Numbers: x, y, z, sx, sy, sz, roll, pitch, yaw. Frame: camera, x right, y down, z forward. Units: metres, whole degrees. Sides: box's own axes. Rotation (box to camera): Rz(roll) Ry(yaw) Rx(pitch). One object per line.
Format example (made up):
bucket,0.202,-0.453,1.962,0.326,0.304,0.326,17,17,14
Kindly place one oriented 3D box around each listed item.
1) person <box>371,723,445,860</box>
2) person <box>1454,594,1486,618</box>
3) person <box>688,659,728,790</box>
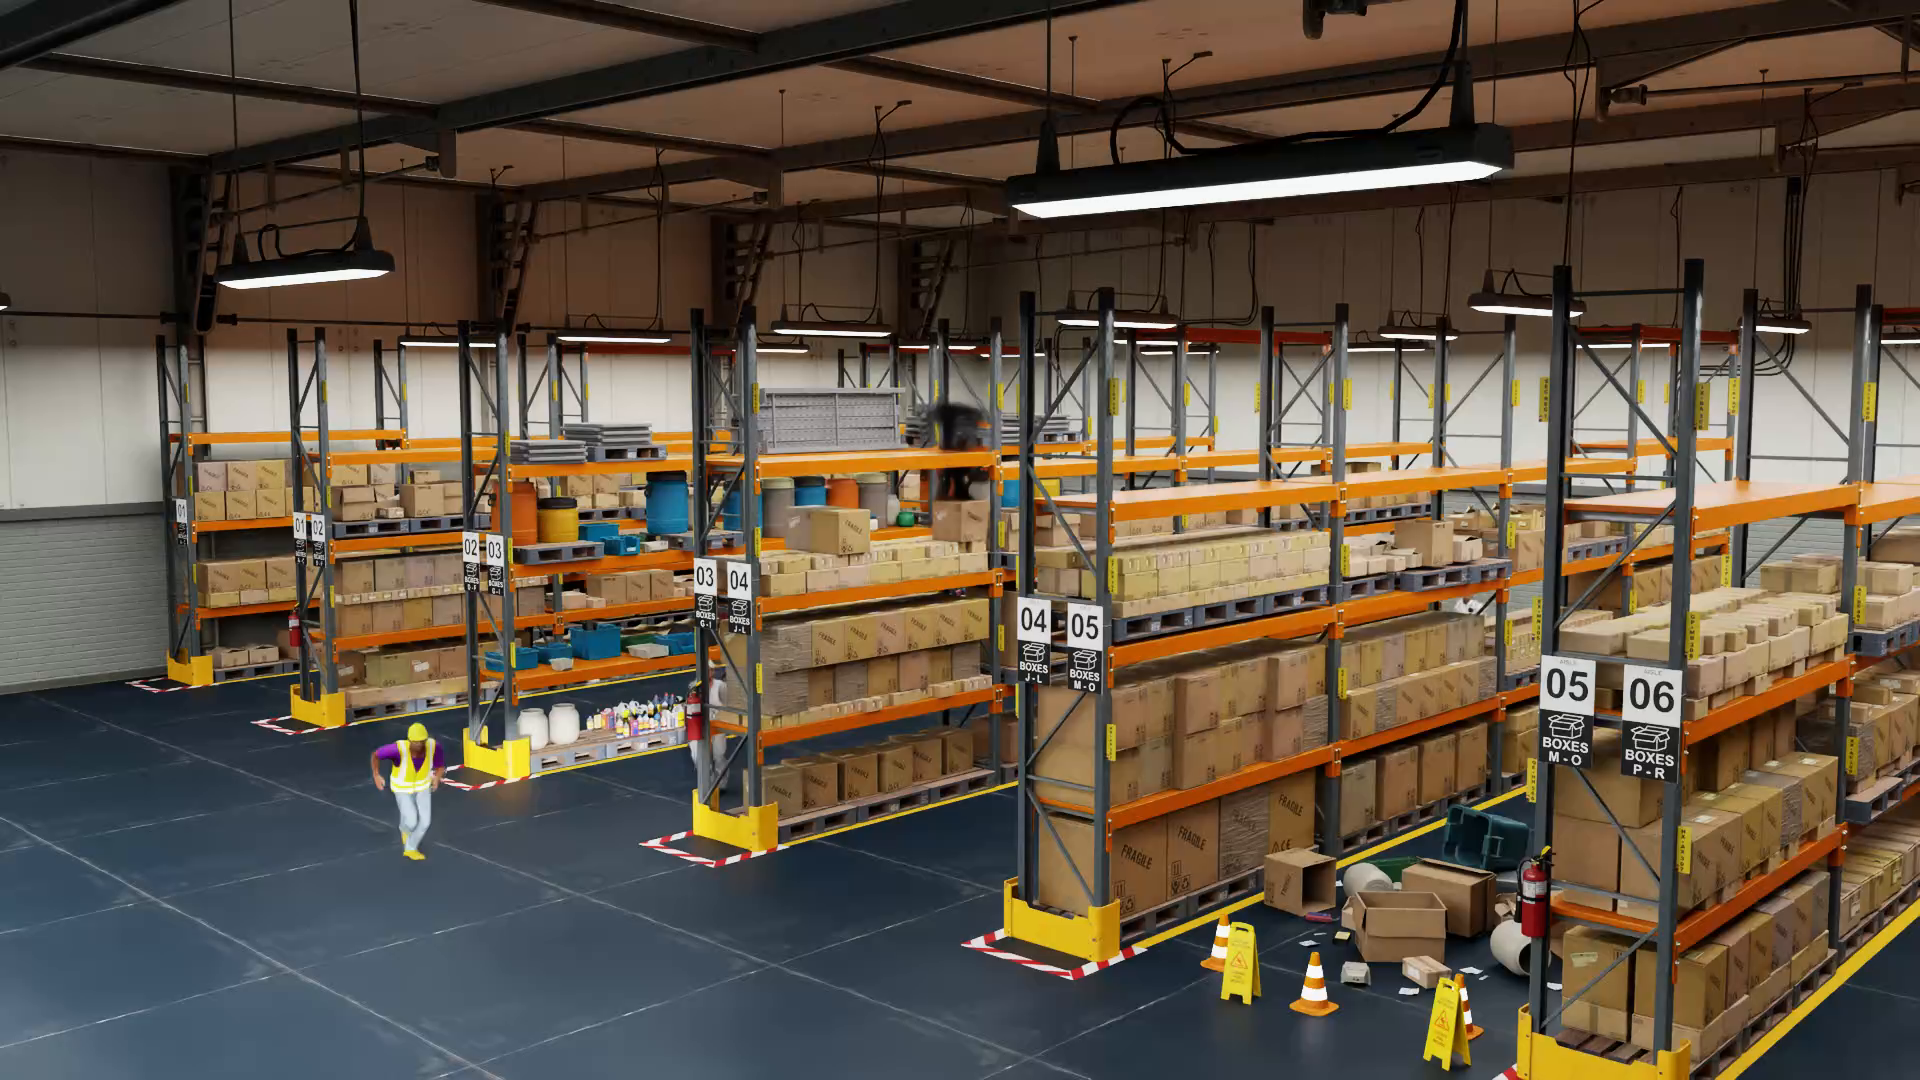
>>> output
person,-5.908,2.711,17.849,0.737,1.572,0.832,-3,6,-30
person,8.687,1.641,28.339,0.617,1.788,0.961,4,7,40
person,-3.137,2.351,20.729,0.621,1.783,0.817,1,5,7
